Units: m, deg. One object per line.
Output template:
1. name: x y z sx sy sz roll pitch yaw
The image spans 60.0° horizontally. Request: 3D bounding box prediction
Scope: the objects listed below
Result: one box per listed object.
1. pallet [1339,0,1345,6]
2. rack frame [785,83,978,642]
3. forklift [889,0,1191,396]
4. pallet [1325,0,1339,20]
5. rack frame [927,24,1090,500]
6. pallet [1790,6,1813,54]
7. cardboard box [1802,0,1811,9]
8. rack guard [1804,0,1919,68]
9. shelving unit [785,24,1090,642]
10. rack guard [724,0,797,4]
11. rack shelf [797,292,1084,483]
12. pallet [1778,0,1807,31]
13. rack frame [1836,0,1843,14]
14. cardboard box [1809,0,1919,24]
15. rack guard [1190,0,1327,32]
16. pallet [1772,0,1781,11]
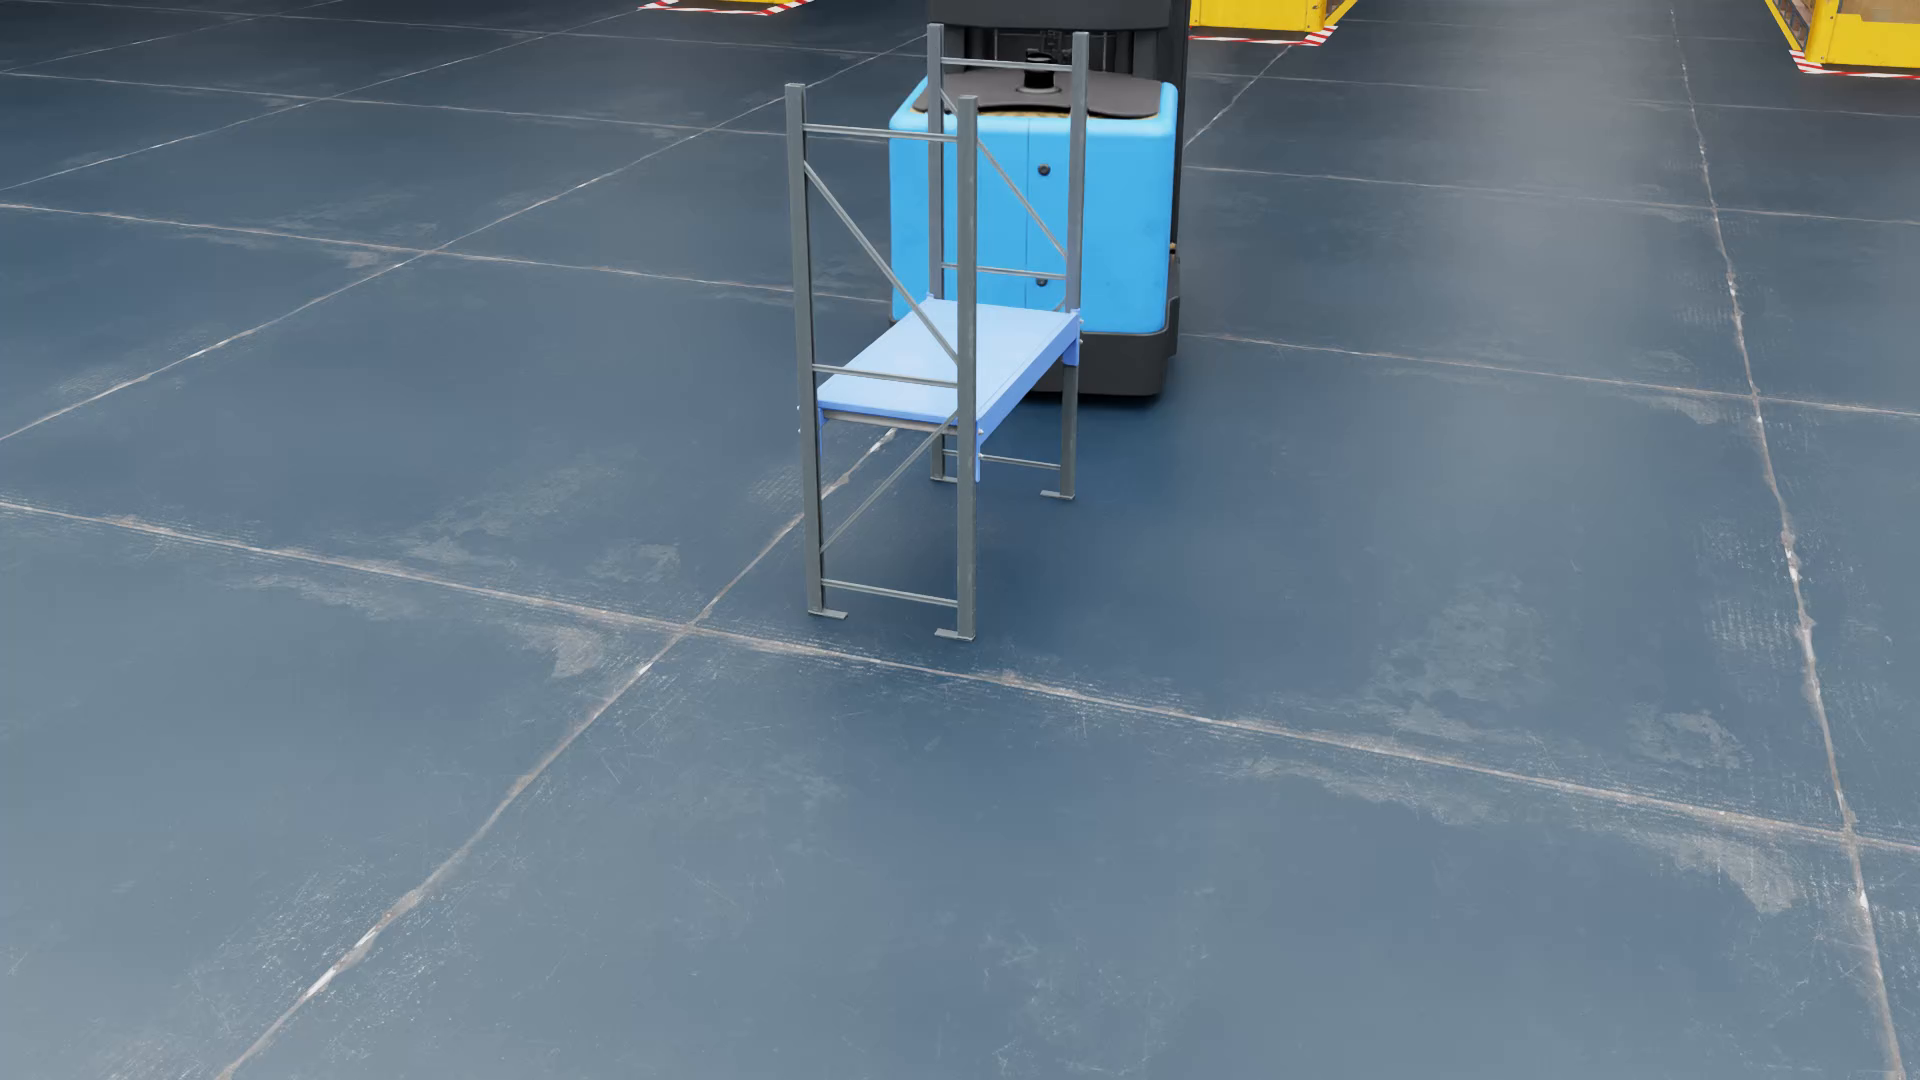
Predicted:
1. pallet: 3.288 -5.417 16.196 1.003 0.211 1.213 9 27 17
2. rack frame: -0.198 -0.431 4.419 0.500 1.500 0.032 9 27 17
3. forklift: 0.435 -2.468 6.984 1.130 2.935 3.031 3 26 7
4. pallet: 2.881 -4.918 15.164 1.003 0.211 1.213 9 27 17
5. rack frame: 0.141 -0.849 5.282 0.500 1.500 0.032 9 27 17
6. pallet: 7.388 -4.137 13.552 1.003 0.211 1.213 9 27 17
7. cardboard box: 7.650 -4.935 13.956 0.875 0.875 0.875 8 27 17
8. rack guard: 7.187 -3.917 12.766 1.175 0.500 0.348 9 27 17
9. shelving unit: -0.028 -0.640 4.851 0.538 1.500 1.048 9 27 17
10. rack guard: -2.138 -5.444 15.920 1.175 0.500 0.348 9 27 17
11. rack shelf: -0.028 -0.478 4.929 0.538 0.185 1.000 9 27 17
12. pallet: 7.795 -4.636 14.584 1.003 0.211 1.213 9 27 17
13. rack frame: 7.195 -5.052 12.242 1.000 3.000 0.127 9 27 17
14. cardboard box: 7.359 -4.573 13.209 0.875 0.875 0.875 9 27 18
15. rack guard: 2.577 -4.719 14.423 1.175 0.500 0.348 9 27 17
16. pallet: 8.200 -5.139 15.623 1.003 0.211 1.213 9 27 17
